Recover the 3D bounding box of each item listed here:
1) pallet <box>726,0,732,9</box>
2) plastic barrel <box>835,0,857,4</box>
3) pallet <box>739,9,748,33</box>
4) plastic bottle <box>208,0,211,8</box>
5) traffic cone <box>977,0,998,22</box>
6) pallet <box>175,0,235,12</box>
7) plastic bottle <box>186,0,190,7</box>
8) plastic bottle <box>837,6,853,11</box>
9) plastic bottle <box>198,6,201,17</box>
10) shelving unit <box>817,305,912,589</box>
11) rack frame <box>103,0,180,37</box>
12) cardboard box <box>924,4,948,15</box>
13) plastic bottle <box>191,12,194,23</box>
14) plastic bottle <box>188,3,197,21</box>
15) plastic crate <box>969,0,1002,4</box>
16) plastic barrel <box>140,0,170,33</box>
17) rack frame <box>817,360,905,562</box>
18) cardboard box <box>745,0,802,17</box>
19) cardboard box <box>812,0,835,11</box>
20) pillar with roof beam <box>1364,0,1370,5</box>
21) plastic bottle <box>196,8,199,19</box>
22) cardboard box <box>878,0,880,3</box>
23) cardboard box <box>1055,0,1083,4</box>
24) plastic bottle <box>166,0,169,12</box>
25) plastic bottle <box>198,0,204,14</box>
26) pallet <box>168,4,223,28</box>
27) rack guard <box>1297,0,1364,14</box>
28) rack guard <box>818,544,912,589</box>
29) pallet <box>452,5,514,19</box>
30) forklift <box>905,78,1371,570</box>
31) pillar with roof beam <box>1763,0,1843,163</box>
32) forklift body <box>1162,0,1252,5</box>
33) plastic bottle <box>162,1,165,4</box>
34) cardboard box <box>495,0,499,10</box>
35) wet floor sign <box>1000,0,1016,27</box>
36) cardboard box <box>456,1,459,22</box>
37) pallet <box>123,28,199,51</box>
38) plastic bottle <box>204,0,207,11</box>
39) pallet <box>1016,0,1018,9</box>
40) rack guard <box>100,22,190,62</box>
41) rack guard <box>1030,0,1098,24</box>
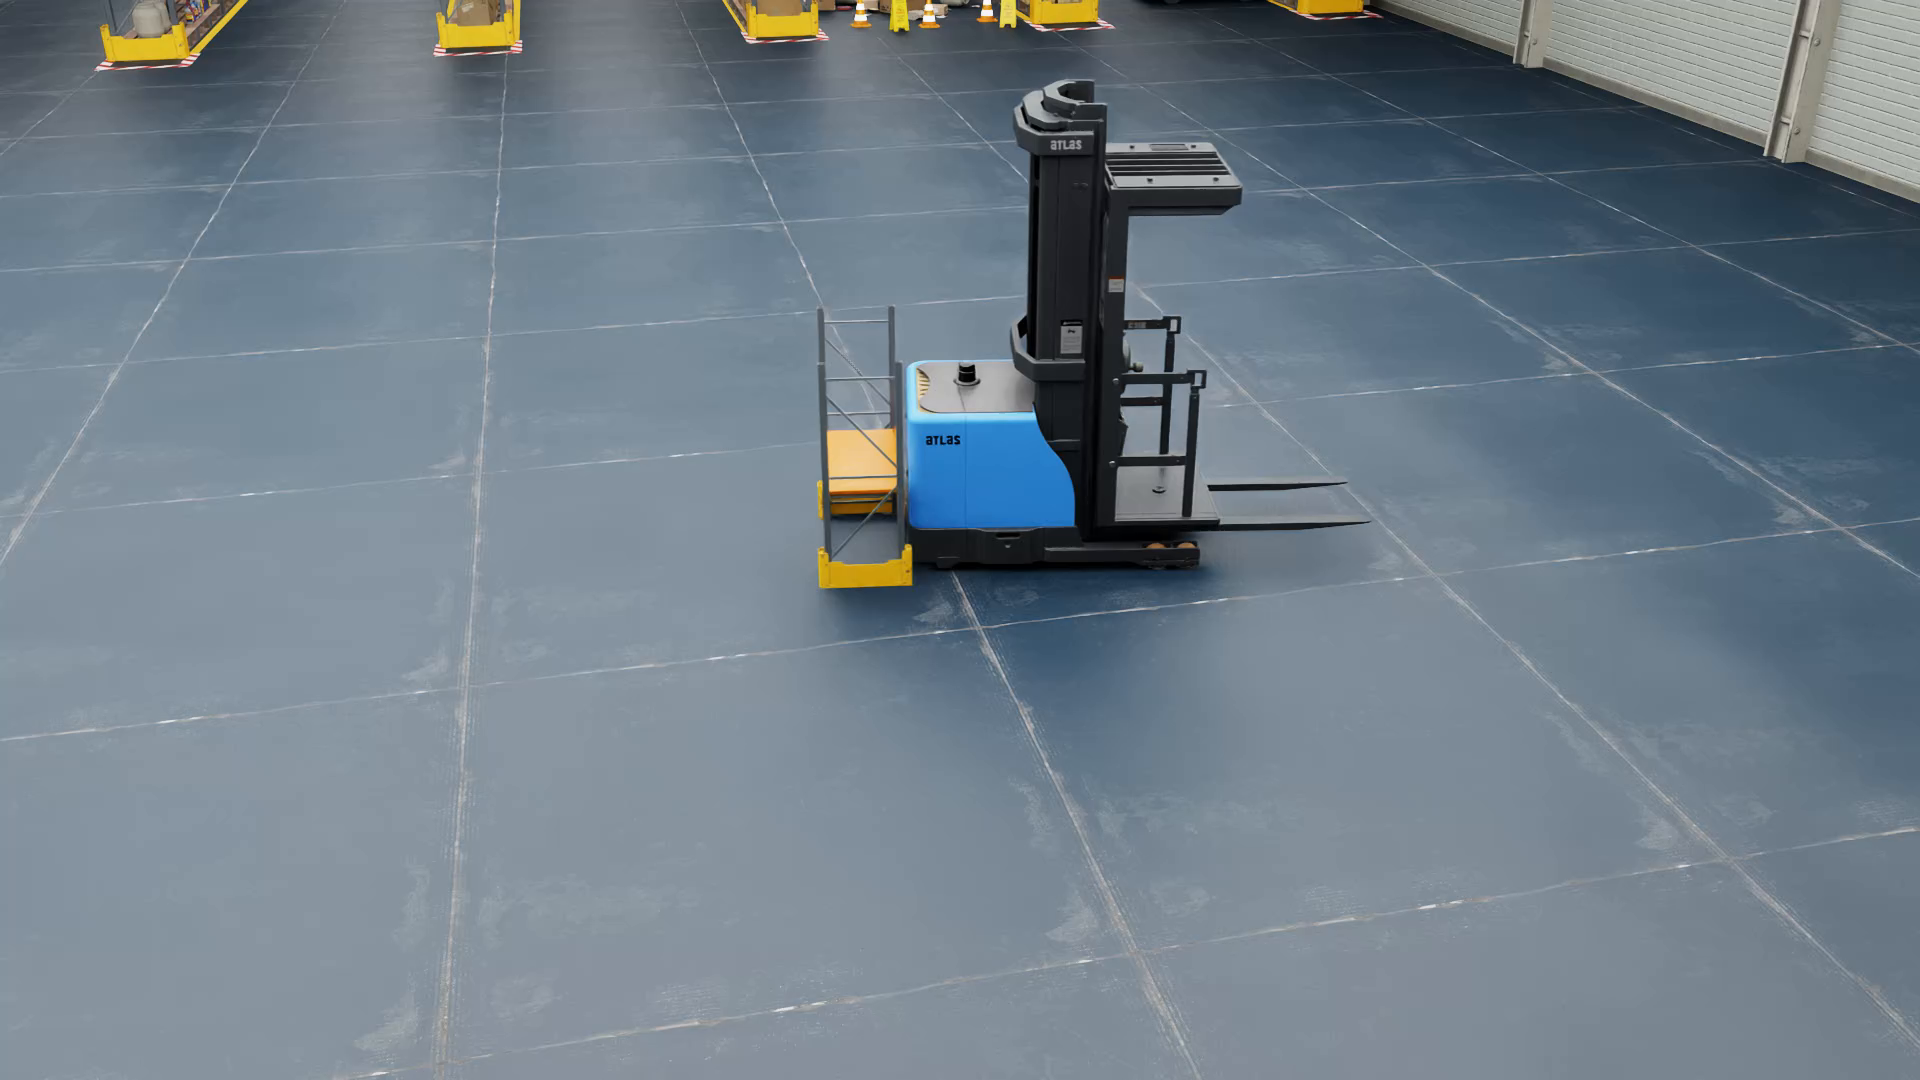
[{"bbox_3d":[-3.775,-9.999,30.673,1.003,0.211,1.213,-6,27,-12],"label":"pallet"},{"bbox_3d":[-2.120,-10.093,30.624,0.512,0.421,0.421,13,30,24],"label":"plastic barrel"},{"bbox_3d":[-3.226,-8.928,28.551,1.003,0.211,1.213,-6,27,-12],"label":"pallet"},{"bbox_3d":[-13.122,-9.430,28.976,0.061,0.283,0.133,-5,27,-9],"label":"plastic bottle"},{"bbox_3d":[0.477,-9.302,29.012,0.336,0.463,0.334,-6,27,-12],"label":"traffic cone"},{"bbox_3d":[-13.766,-9.719,30.119,1.003,0.211,1.213,-6,27,-12],"label":"pallet"},{"bbox_3d":[-13.080,-9.045,28.214,0.061,0.283,0.133,-6,27,-12],"label":"plastic bottle"},{"bbox_3d":[-2.078,-9.628,30.104,0.283,0.061,0.133,-16,31,-29],"label":"plastic bottle"},{"bbox_3d":[-12.923,-8.970,28.157,0.097,0.201,0.097,0,27,0],"label":"plastic bottle"},{"bbox_3d":[-0.636,-0.614,10.649,0.587,1.500,1.083,-2,27,-4],"label":"shelving unit"},{"bbox_3d":[-12.650,-8.868,25.336,1.000,3.000,0.127,-6,27,-12],"label":"rack frame"},{"bbox_3d":[-0.433,-9.474,29.702,0.380,0.149,0.250,8,28,15],"label":"cardboard box"},{"bbox_3d":[-12.778,-8.688,27.597,0.097,0.201,0.097,0,27,0],"label":"plastic bottle"},{"bbox_3d":[-12.832,-8.824,27.790,0.097,0.271,0.097,0,27,0],"label":"plastic bottle"},{"bbox_3d":[0.484,-10.057,30.933,0.402,0.080,0.583,-16,31,-29],"label":"plastic crate"},{"bbox_3d":[-12.986,-8.446,26.795,0.421,0.512,0.421,0,27,0],"label":"plastic barrel"},{"bbox_3d":[-0.595,-0.382,10.189,0.500,1.500,0.032,-2,27,-4],"label":"rack frame"},{"bbox_3d":[-3.186,-9.360,28.203,0.875,0.875,0.875,-6,27,-11],"label":"cardboard box"},{"bbox_3d":[-2.521,-9.894,30.141,0.500,0.500,0.500,-1,27,-3],"label":"cardboard box"},{"bbox_3d":[3.193,-13.521,27.897,9.100,9.000,0.400,-6,27,-12],"label":"pillar with roof beam"},{"bbox_3d":[-12.877,-8.880,27.978,0.097,0.201,0.097,0,27,0],"label":"plastic bottle"},{"bbox_3d":[-1.251,-10.247,30.688,0.797,0.637,0.503,-6,27,-12],"label":"cardboard box"},{"bbox_3d":[1.918,-9.719,29.609,0.500,0.250,0.500,-6,27,-12],"label":"cardboard box"},{"bbox_3d":[-13.633,-9.256,28.556,0.144,0.351,0.185,-6,27,-12],"label":"plastic bottle"},{"bbox_3d":[-13.009,-9.158,28.363,0.144,0.351,0.185,-6,27,-12],"label":"plastic bottle"},{"bbox_3d":[-13.441,-9.080,28.851,1.003,0.211,1.213,-6,27,-12],"label":"pallet"},{"bbox_3d":[6.671,-9.756,29.871,1.175,0.500,0.348,-6,27,-12],"label":"rack guard"},{"bbox_3d":[-0.597,0.167,10.488,0.587,0.250,0.087,-2,27,-4],"label":"rack guard"},{"bbox_3d":[-8.262,-9.054,28.800,1.003,0.211,1.213,-6,27,-12],"label":"pallet"},{"bbox_3d":[1.160,-1.357,10.531,3.031,2.935,1.130,-1,27,-2],"label":"forklift"},{"bbox_3d":[5.897,-8.253,17.460,9.100,9.000,0.400,-6,27,-12],"label":"pillar with roof beam"},{"bbox_3d":[4.461,-11.151,30.802,2.313,2.155,1.214,-6,27,-12],"label":"forklift body"},{"bbox_3d":[-13.497,-8.964,28.062,0.152,0.276,0.135,-6,27,-12],"label":"plastic bottle"},{"bbox_3d":[-8.322,-9.503,28.904,0.500,0.500,0.500,-8,28,-16],"label":"cardboard box"},{"bbox_3d":[0.831,-9.134,28.476,0.267,0.644,0.232,3,27,6],"label":"wet floor sign"},{"bbox_3d":[-8.117,-8.977,27.861,0.500,0.500,0.500,1,27,2],"label":"cardboard box"},{"bbox_3d":[-12.891,-8.008,26.729,1.003,0.211,1.213,-6,27,-12],"label":"pallet"},{"bbox_3d":[-13.082,-9.300,28.644,0.144,0.351,0.185,-7,28,-14],"label":"plastic bottle"},{"bbox_3d":[1.394,-10.060,30.793,1.003,0.211,1.213,-6,27,-12],"label":"pallet"},{"bbox_3d":[-12.713,-7.780,25.956,1.175,0.500,0.348,-6,27,-12],"label":"rack guard"},{"bbox_3d":[1.814,-9.294,28.956,1.175,0.500,0.348,-6,27,-12],"label":"rack guard"}]
